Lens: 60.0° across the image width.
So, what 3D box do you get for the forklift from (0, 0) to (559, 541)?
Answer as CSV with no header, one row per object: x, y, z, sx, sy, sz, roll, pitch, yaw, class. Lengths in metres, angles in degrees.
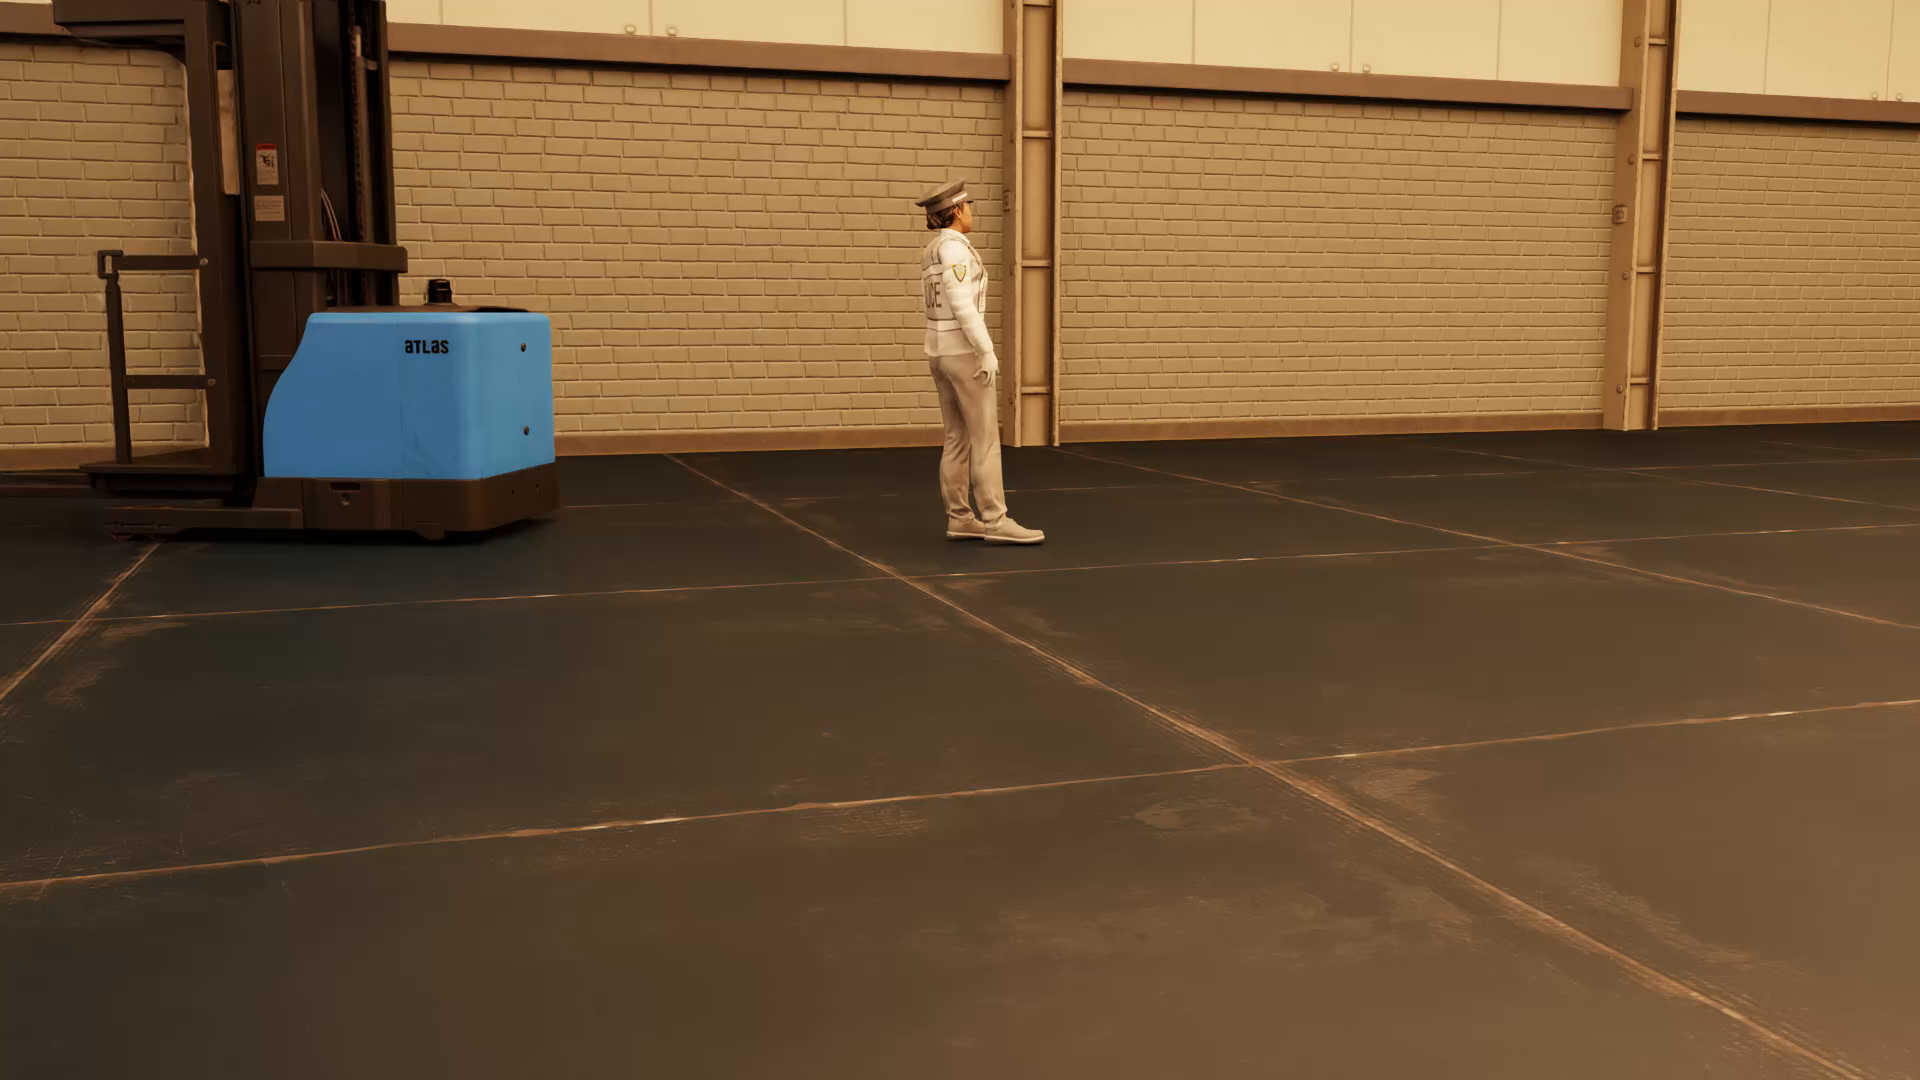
-3.632,-1.515,8.188,3.031,2.935,1.130,1,8,8,forklift

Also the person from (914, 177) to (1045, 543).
0.067,-0.849,7.824,0.531,1.695,0.587,-3,8,-18,person
